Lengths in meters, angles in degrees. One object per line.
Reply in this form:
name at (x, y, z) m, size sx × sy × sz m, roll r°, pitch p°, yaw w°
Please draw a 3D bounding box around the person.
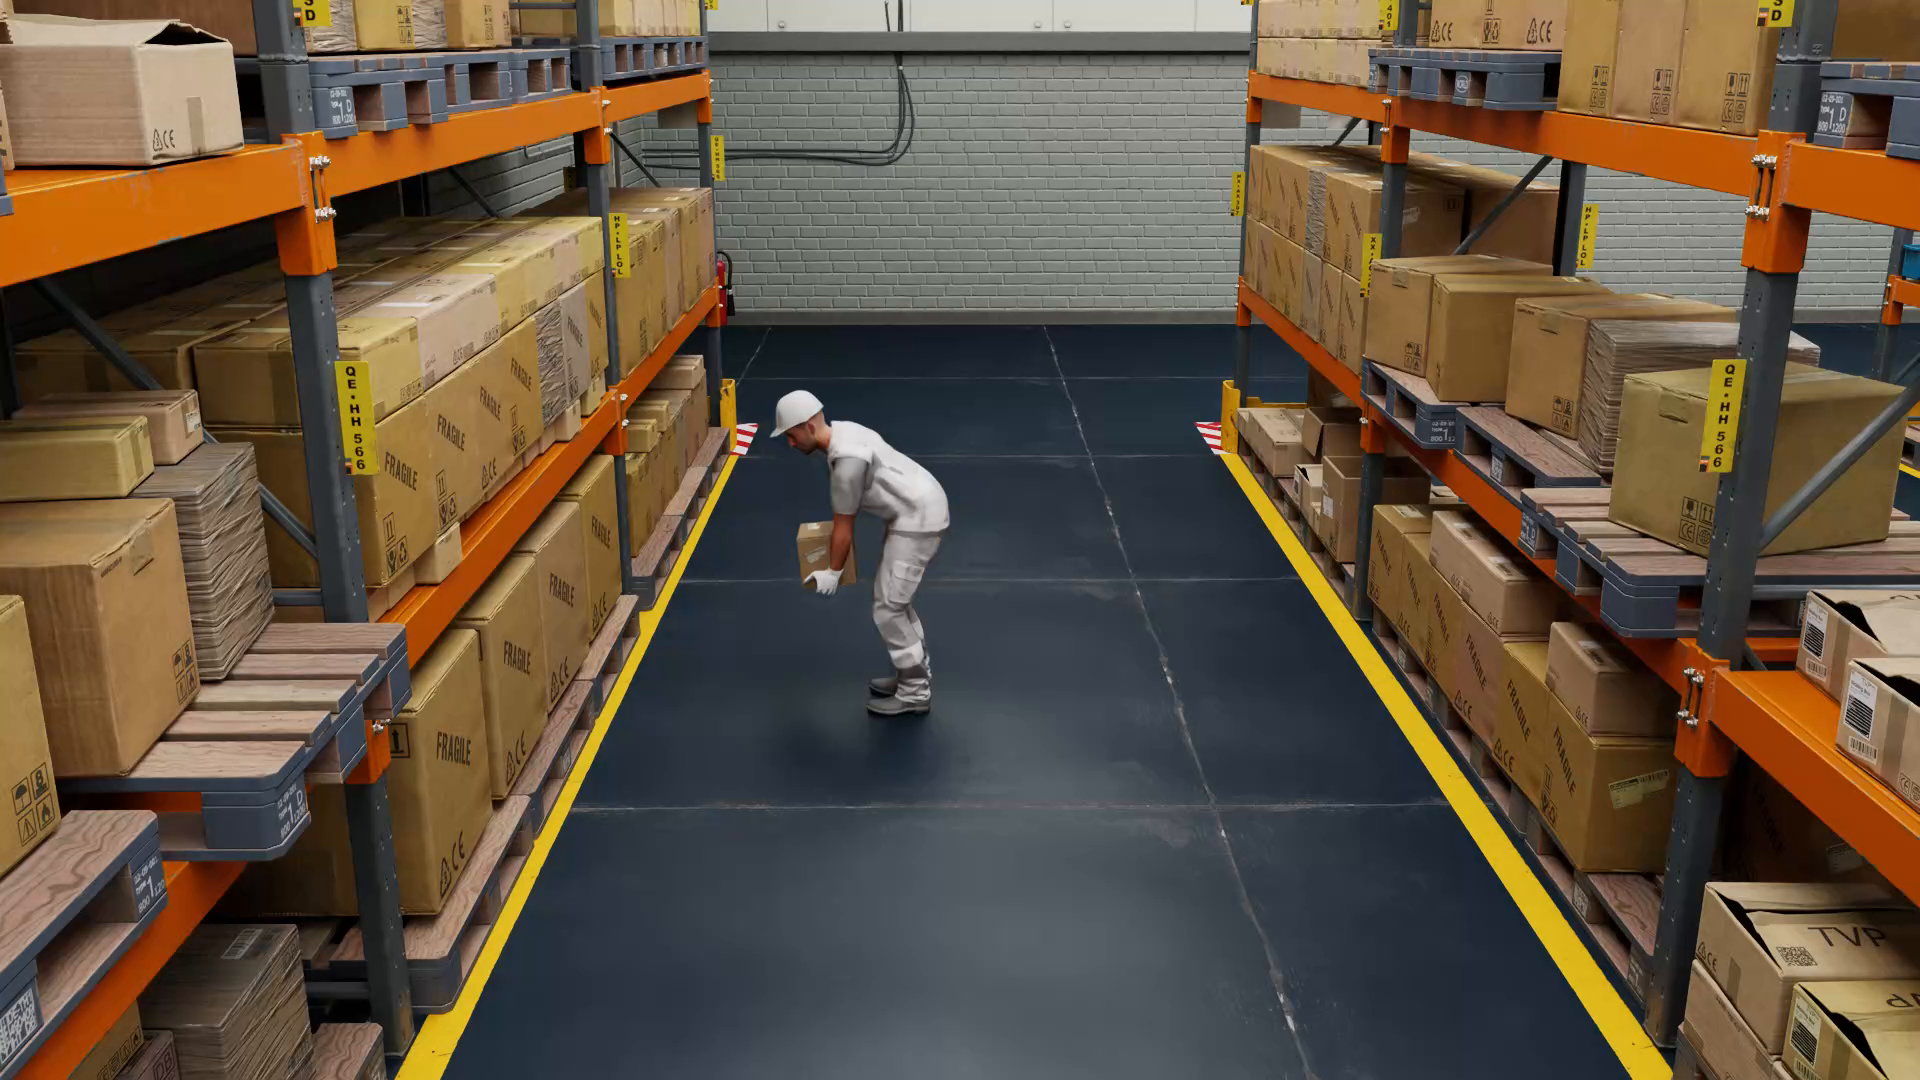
person at (-0.458, 0.048, 7.786) m, size 0.823 × 1.528 × 0.489 m, roll -1°, pitch 17°, yaw -2°
